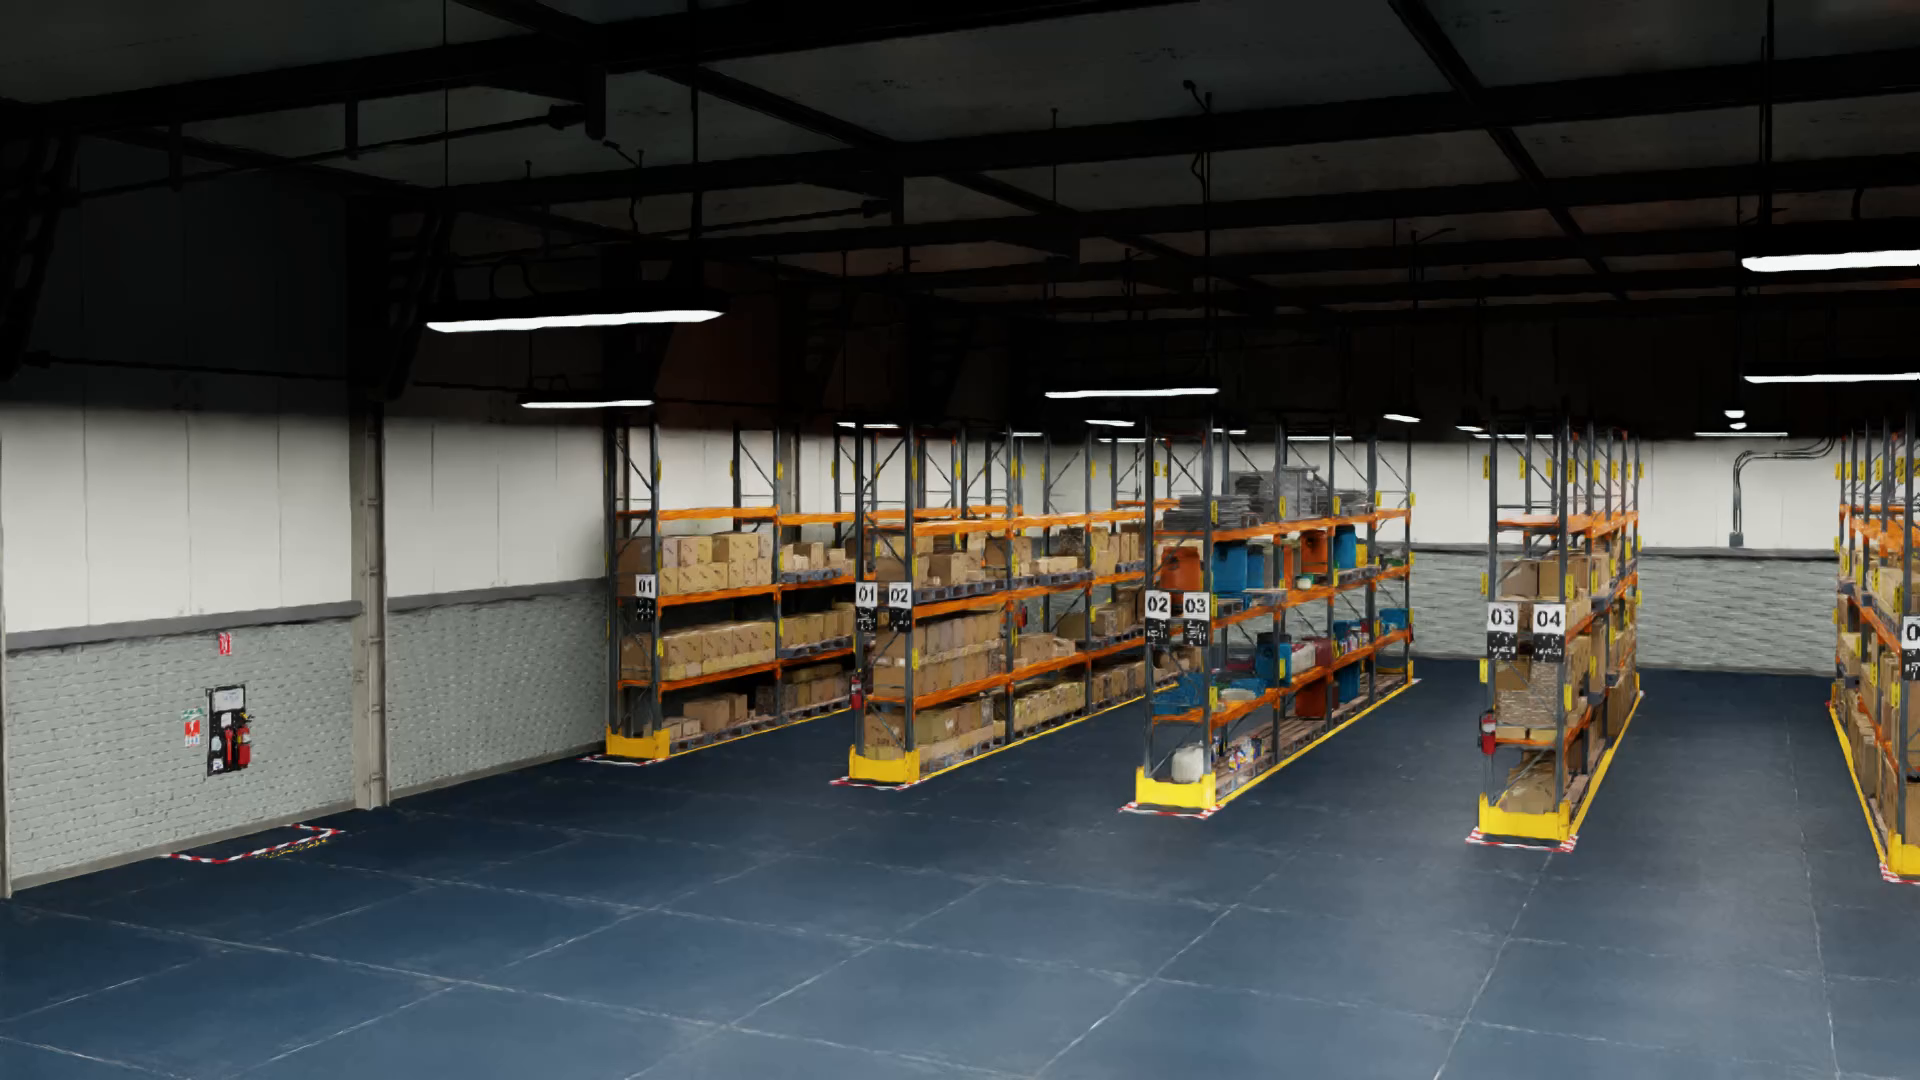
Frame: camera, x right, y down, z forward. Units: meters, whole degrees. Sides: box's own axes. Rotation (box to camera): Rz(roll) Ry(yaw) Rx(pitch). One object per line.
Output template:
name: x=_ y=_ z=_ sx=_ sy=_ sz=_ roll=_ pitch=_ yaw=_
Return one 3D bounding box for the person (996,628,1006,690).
person: x=0.887 y=2.687 z=35.109 sx=0.523 sy=1.667 sz=0.477 roll=-2 pitch=3 yaw=-34

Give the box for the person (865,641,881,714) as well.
person: x=-1.556 y=2.784 z=31.214 sx=0.504 sy=1.784 sz=0.640 roll=0 pitch=2 yaw=-4
